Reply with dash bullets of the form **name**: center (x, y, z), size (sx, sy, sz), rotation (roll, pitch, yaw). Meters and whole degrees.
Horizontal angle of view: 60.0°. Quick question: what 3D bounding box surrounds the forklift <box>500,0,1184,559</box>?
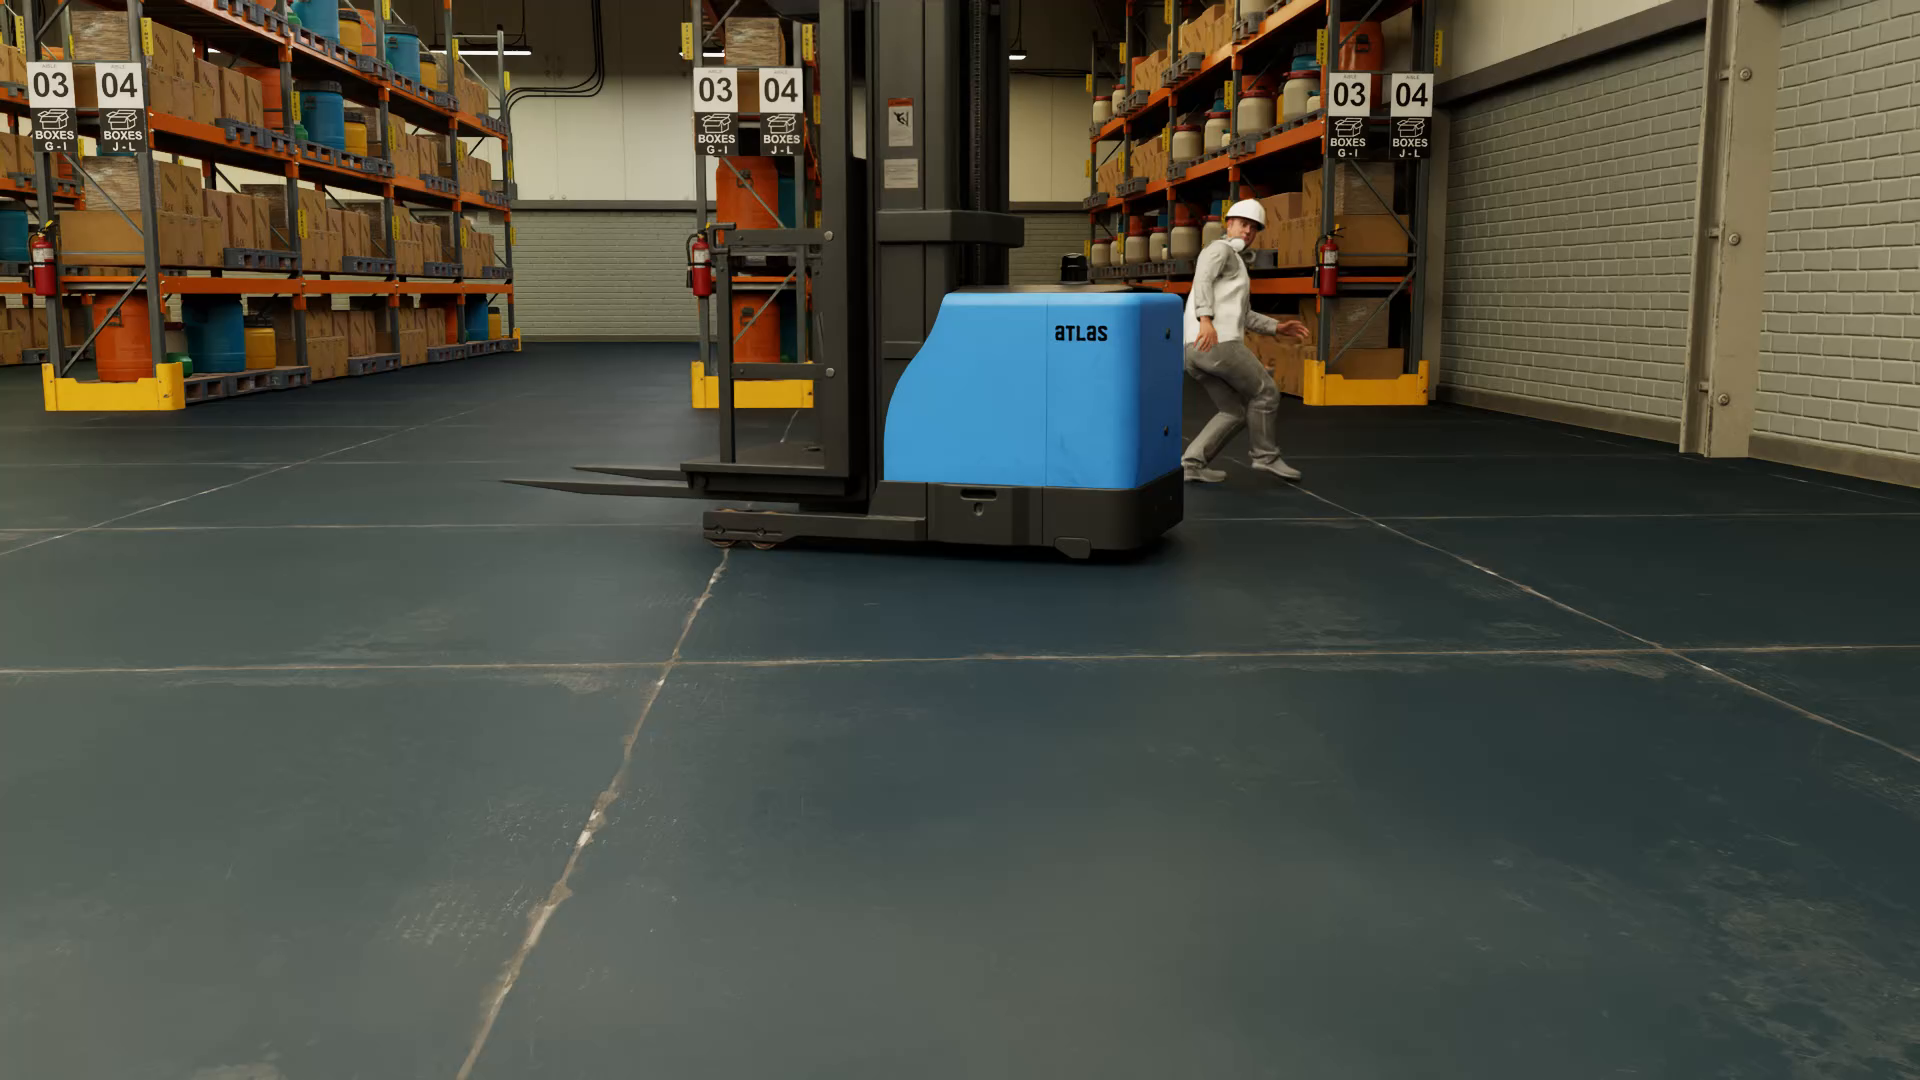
- **forklift**: center (-0.578, -1.479, 7.289), size (3.031, 2.935, 1.130), rotation (3, 9, 19)

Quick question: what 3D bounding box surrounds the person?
- **person**: center (1.623, -1.117, 9.415), size (0.763, 1.614, 0.748), rotation (-1, 8, -4)
